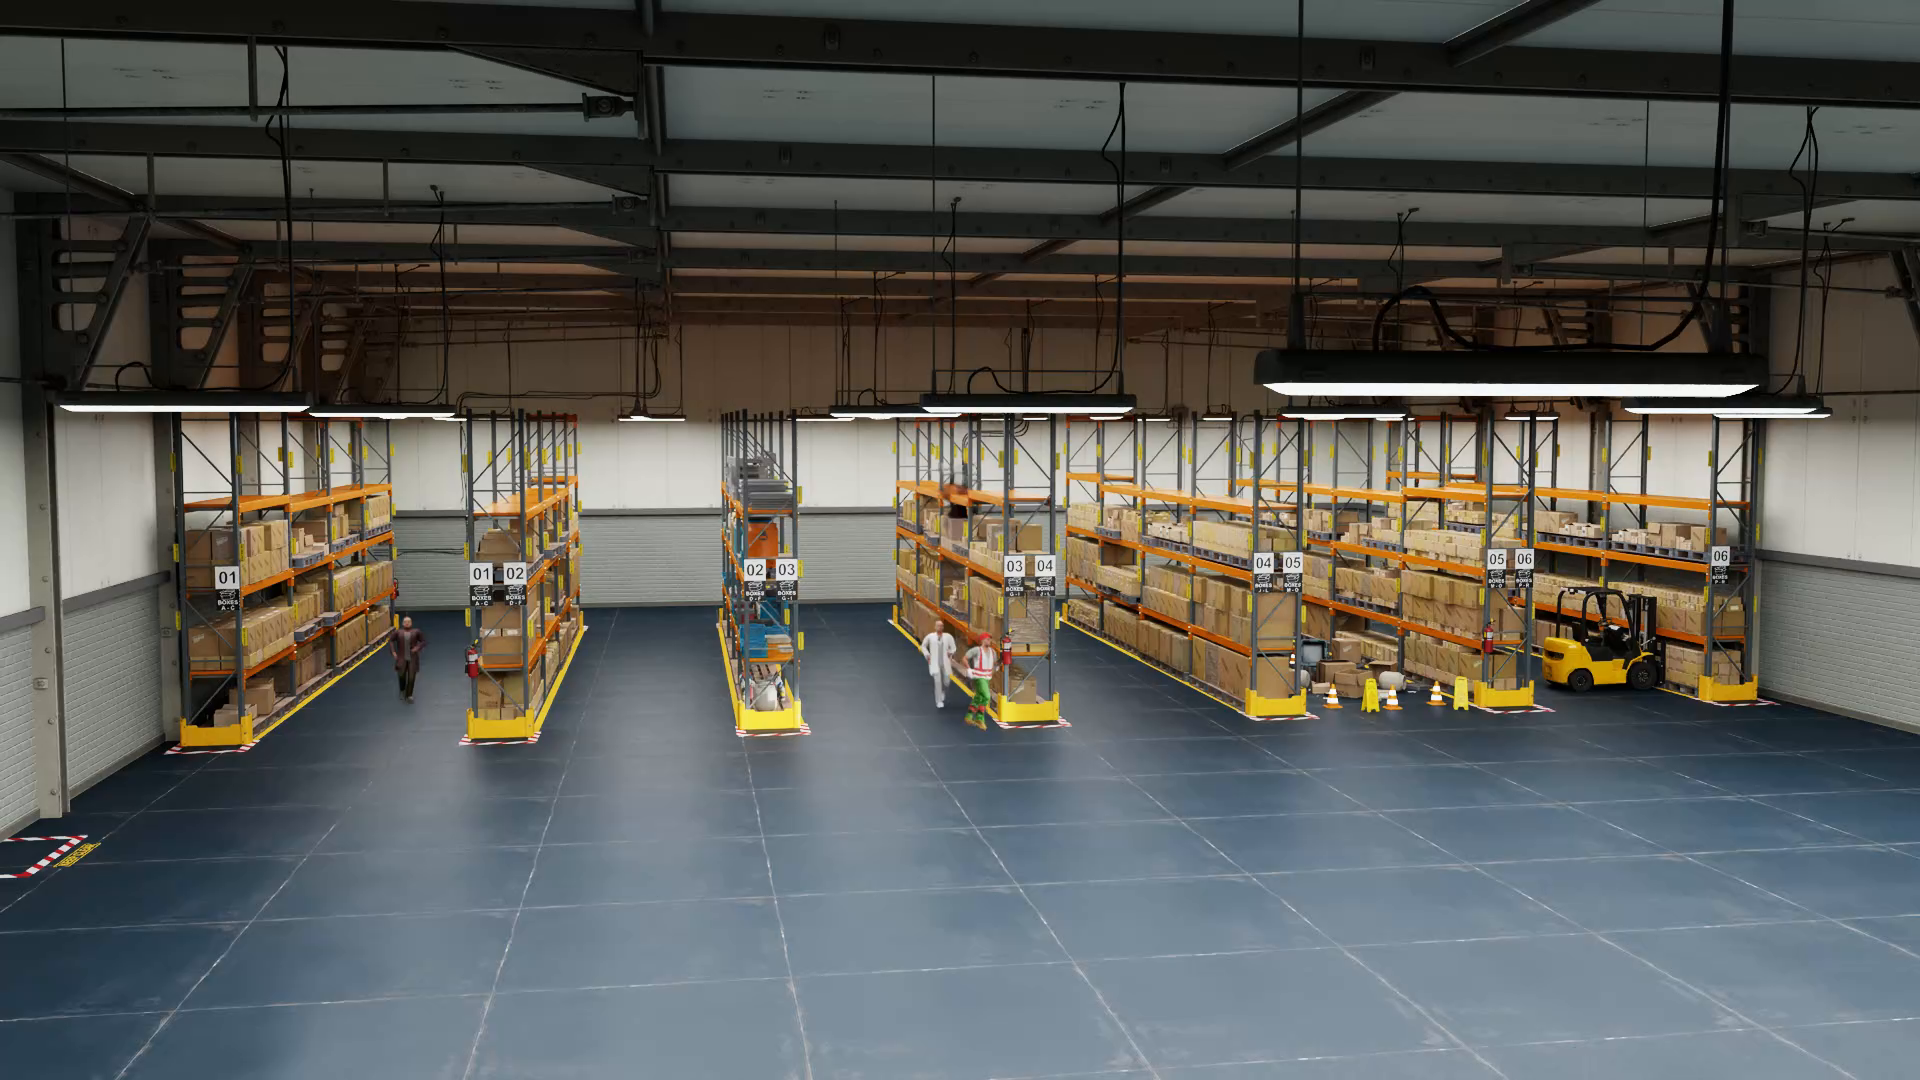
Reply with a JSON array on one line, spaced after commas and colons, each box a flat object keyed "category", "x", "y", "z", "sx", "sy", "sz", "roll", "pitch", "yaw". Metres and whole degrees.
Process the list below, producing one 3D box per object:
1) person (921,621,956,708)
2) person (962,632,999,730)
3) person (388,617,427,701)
[{"category": "person", "x": -0.429, "y": 2.605, "z": 33.734, "sx": 0.716, "sy": 1.529, "sz": 0.835, "roll": -1, "pitch": 4, "yaw": -10}, {"category": "person", "x": 0.438, "y": 2.644, "z": 31.416, "sx": 0.738, "sy": 1.813, "sz": 0.629, "roll": 4, "pitch": 5, "yaw": 43}, {"category": "person", "x": -11.340, "y": 2.457, "z": 34.159, "sx": 0.765, "sy": 1.752, "sz": 0.605, "roll": -1, "pitch": 4, "yaw": -16}]
